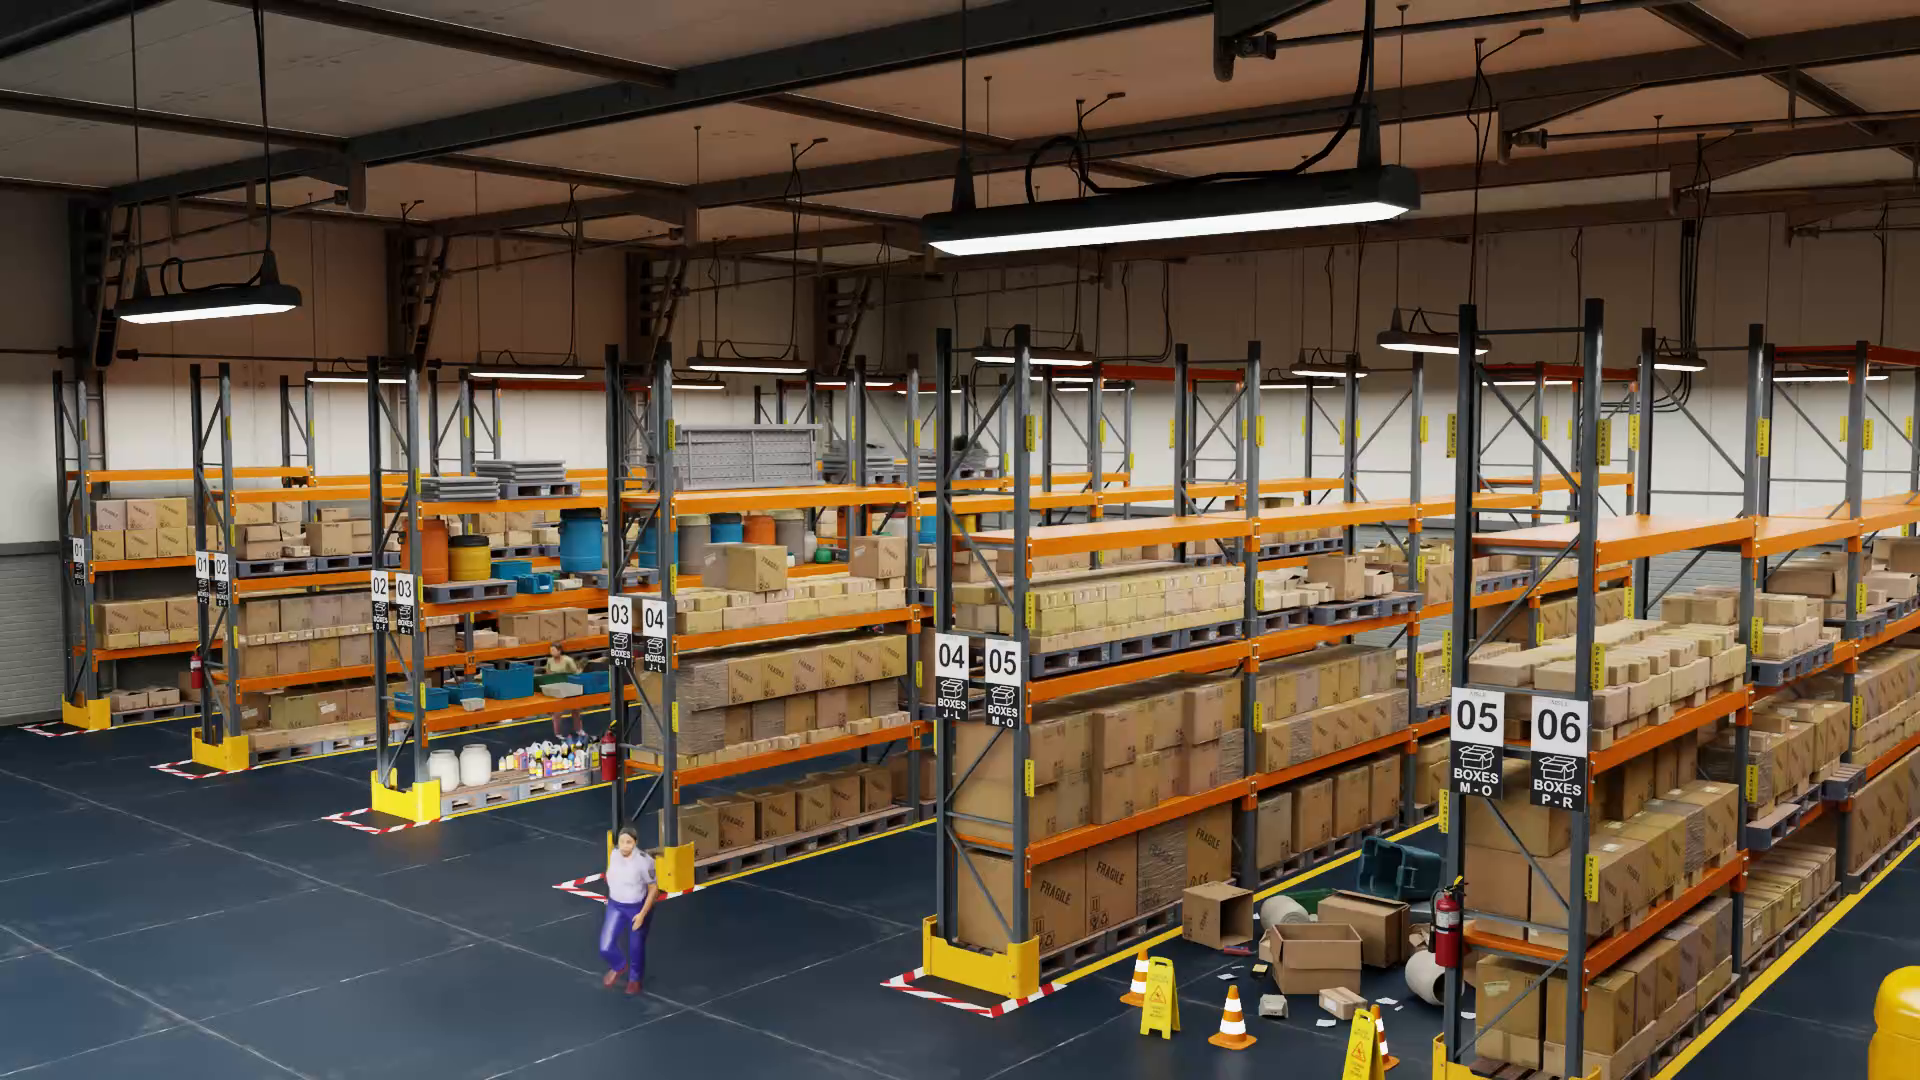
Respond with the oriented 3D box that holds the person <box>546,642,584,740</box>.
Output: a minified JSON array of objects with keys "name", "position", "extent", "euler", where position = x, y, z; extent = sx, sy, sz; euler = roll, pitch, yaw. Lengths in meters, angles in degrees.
[{"name":"person","position":[-6.423,2.448,26.988],"extent":[0.591,1.632,0.769],"euler":[-1,4,-9]}]

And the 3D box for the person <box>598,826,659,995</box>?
[{"name":"person","position":[-2.945,3.304,14.837],"extent":[0.616,1.600,0.682],"euler":[1,4,11]}]

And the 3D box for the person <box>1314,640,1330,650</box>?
[{"name":"person","position":[5.558,2.429,25.796],"extent":[0.619,1.821,0.735],"euler":[2,5,30]}]
